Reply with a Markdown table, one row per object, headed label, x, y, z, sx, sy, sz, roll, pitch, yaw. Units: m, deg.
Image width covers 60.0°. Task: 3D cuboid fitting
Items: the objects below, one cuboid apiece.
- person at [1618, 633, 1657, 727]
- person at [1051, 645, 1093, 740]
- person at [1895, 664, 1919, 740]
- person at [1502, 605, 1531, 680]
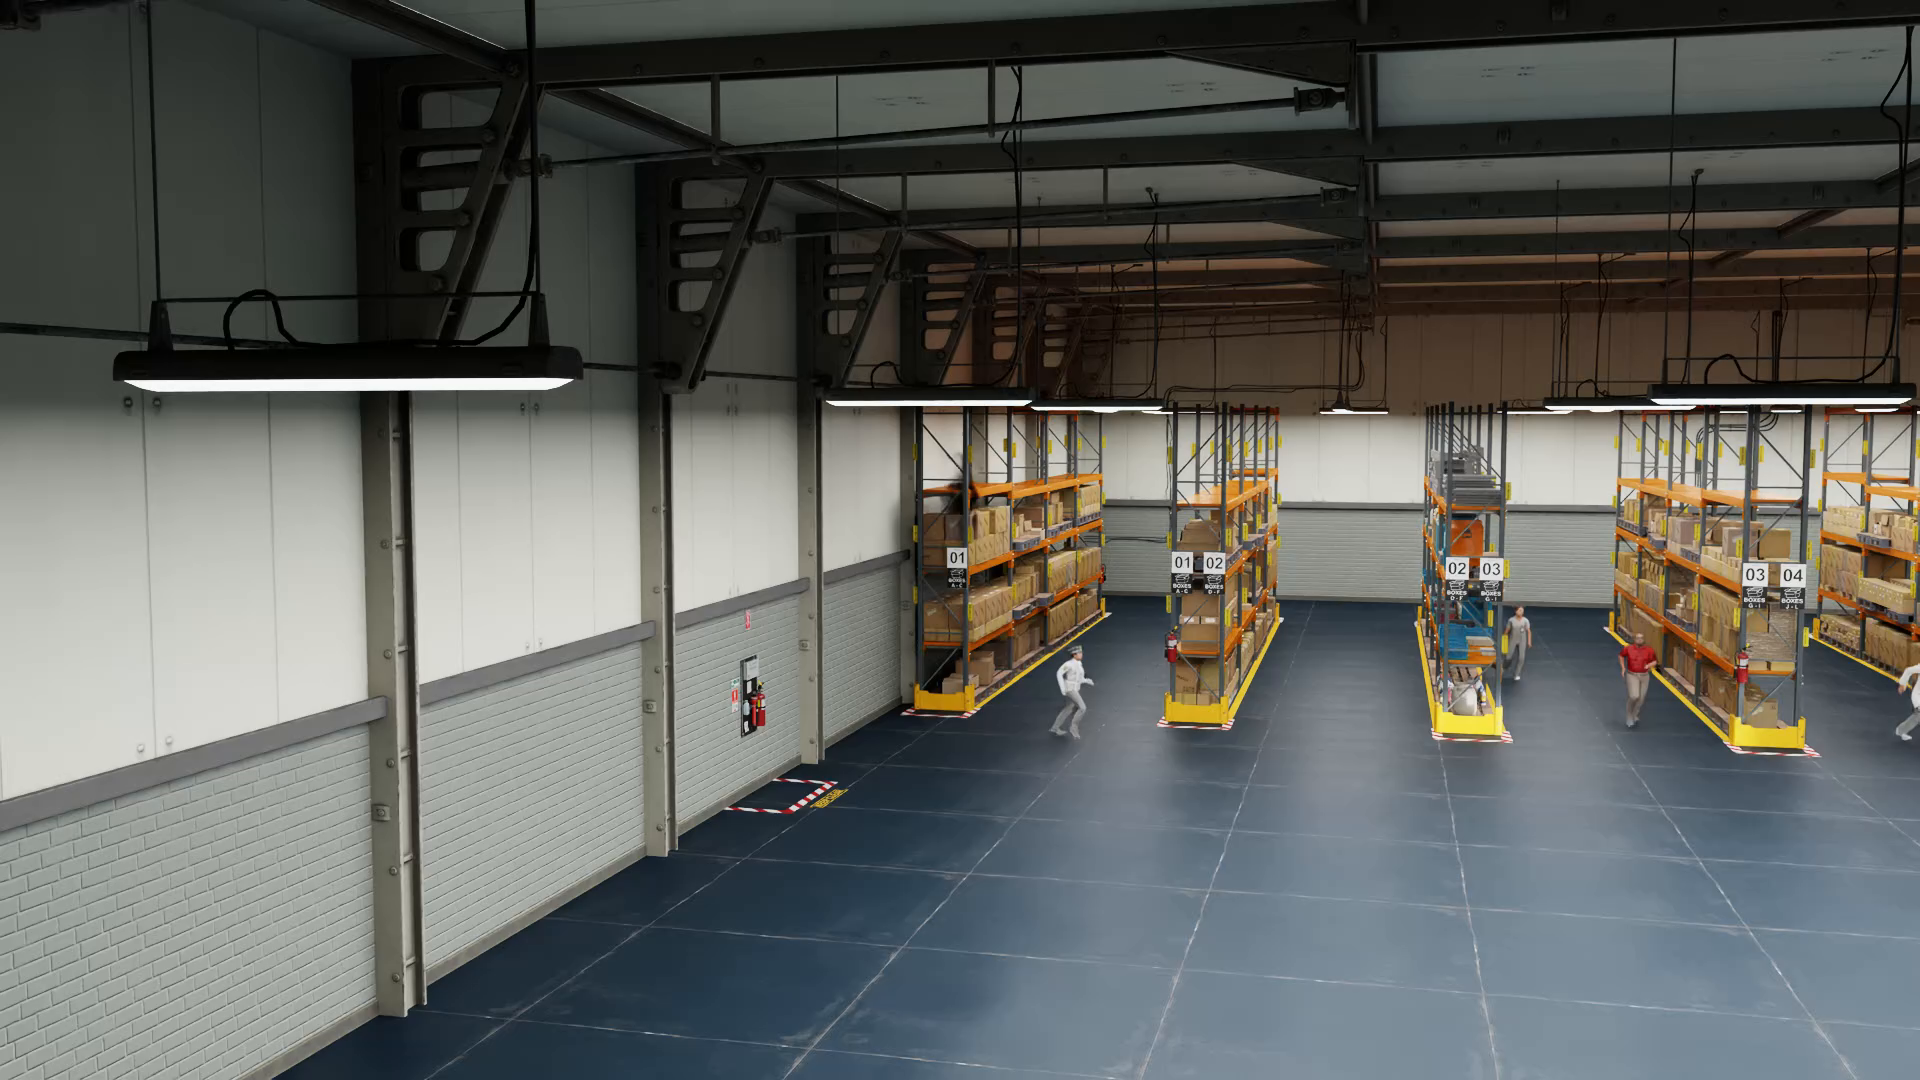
| label | x | y | z | sx | sy | sz | roll | pitch | yaw |
| --- | --- | --- | --- | --- | --- | --- | --- | --- | --- |
| person | 12.601 | 2.597 | 30.866 | 0.617 | 1.762 | 0.726 | 0 | 4 | 6 |
| person | 1.987 | 2.713 | 29.649 | 0.798 | 1.701 | 0.550 | 2 | 5 | 22 |
| person | 16.760 | 2.767 | 28.891 | 0.706 | 1.606 | 1.179 | 0 | 4 | -4 |
| person | 12.122 | 2.222 | 36.295 | 0.624 | 1.644 | 0.644 | 1 | 4 | 14 |
